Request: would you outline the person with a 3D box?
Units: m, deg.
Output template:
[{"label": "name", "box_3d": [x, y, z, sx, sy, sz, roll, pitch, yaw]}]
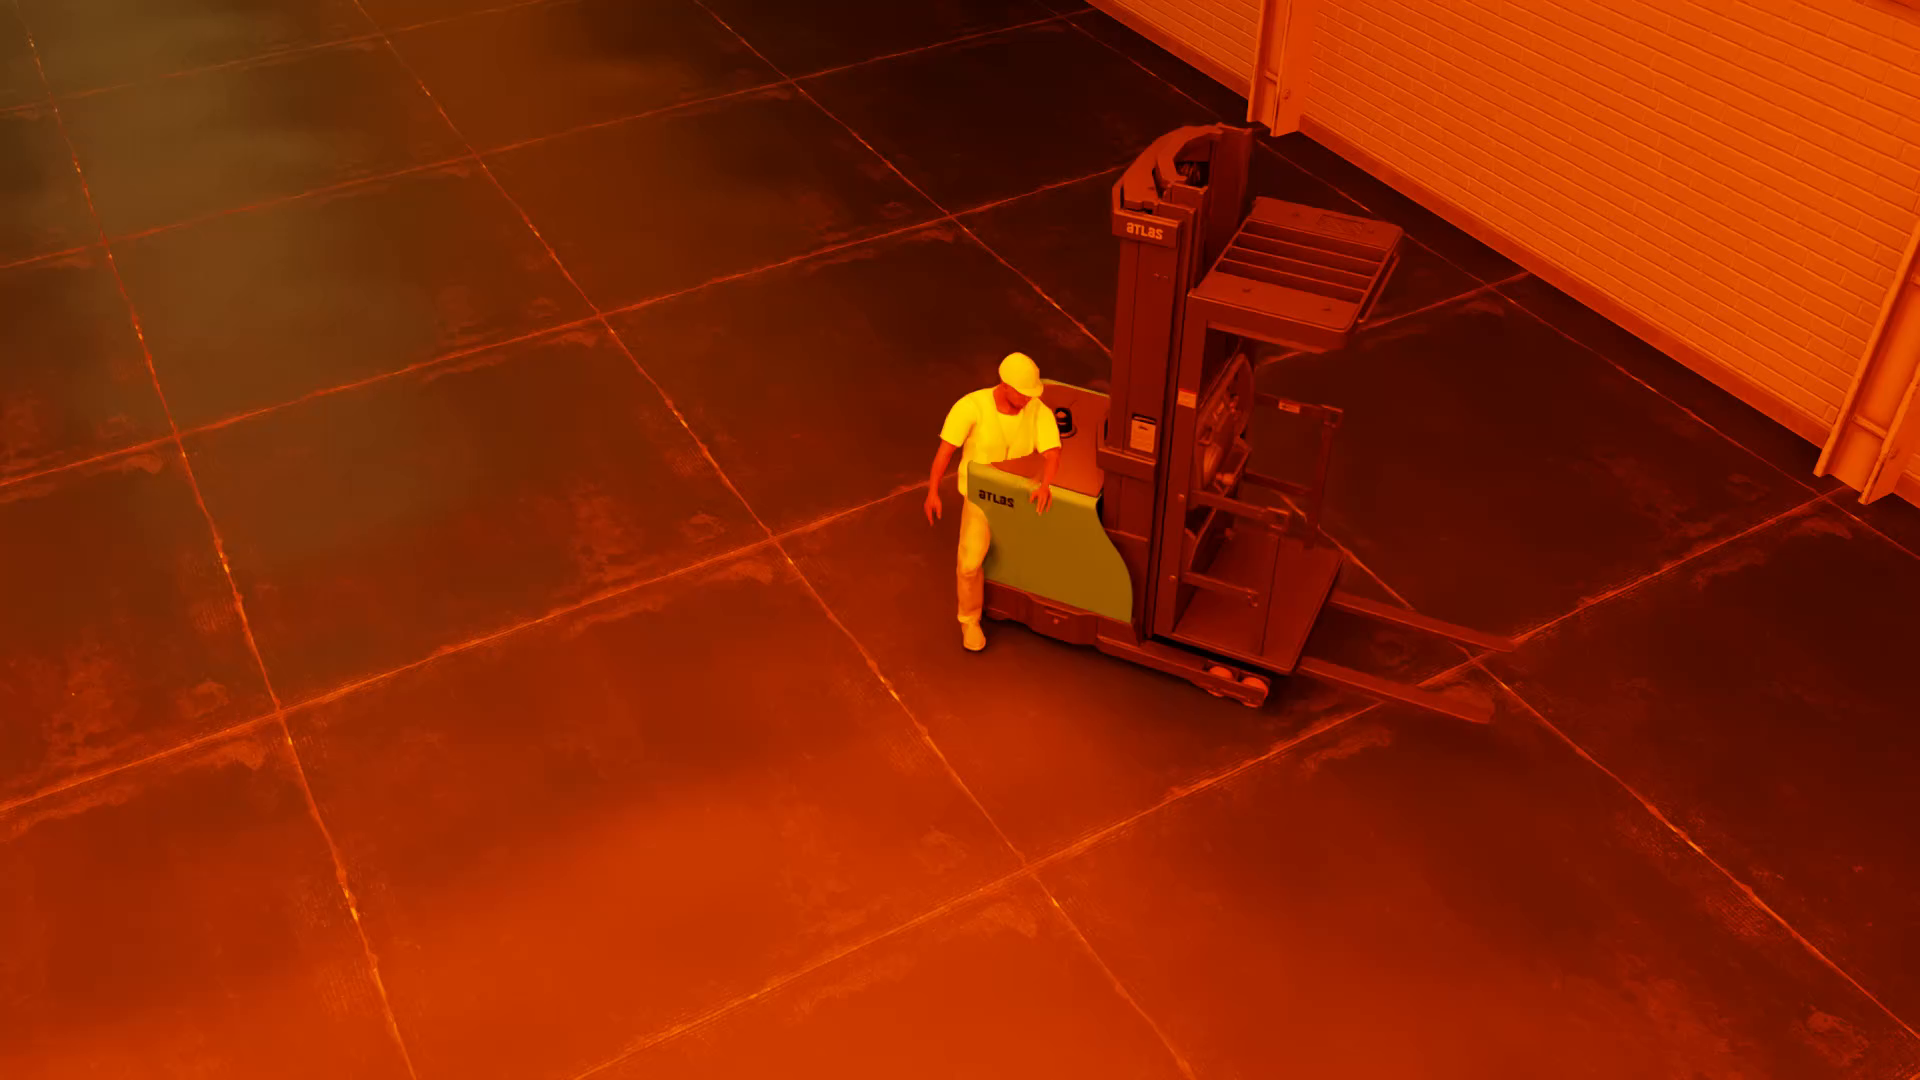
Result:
[{"label": "person", "box_3d": [0.240, -0.230, 9.321, 0.878, 1.662, 0.876, -15, 42, -18]}]

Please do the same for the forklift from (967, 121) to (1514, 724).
[{"label": "forklift", "box_3d": [1.580, -0.591, 8.749, 3.031, 2.935, 1.130, 17, 43, 19]}]
